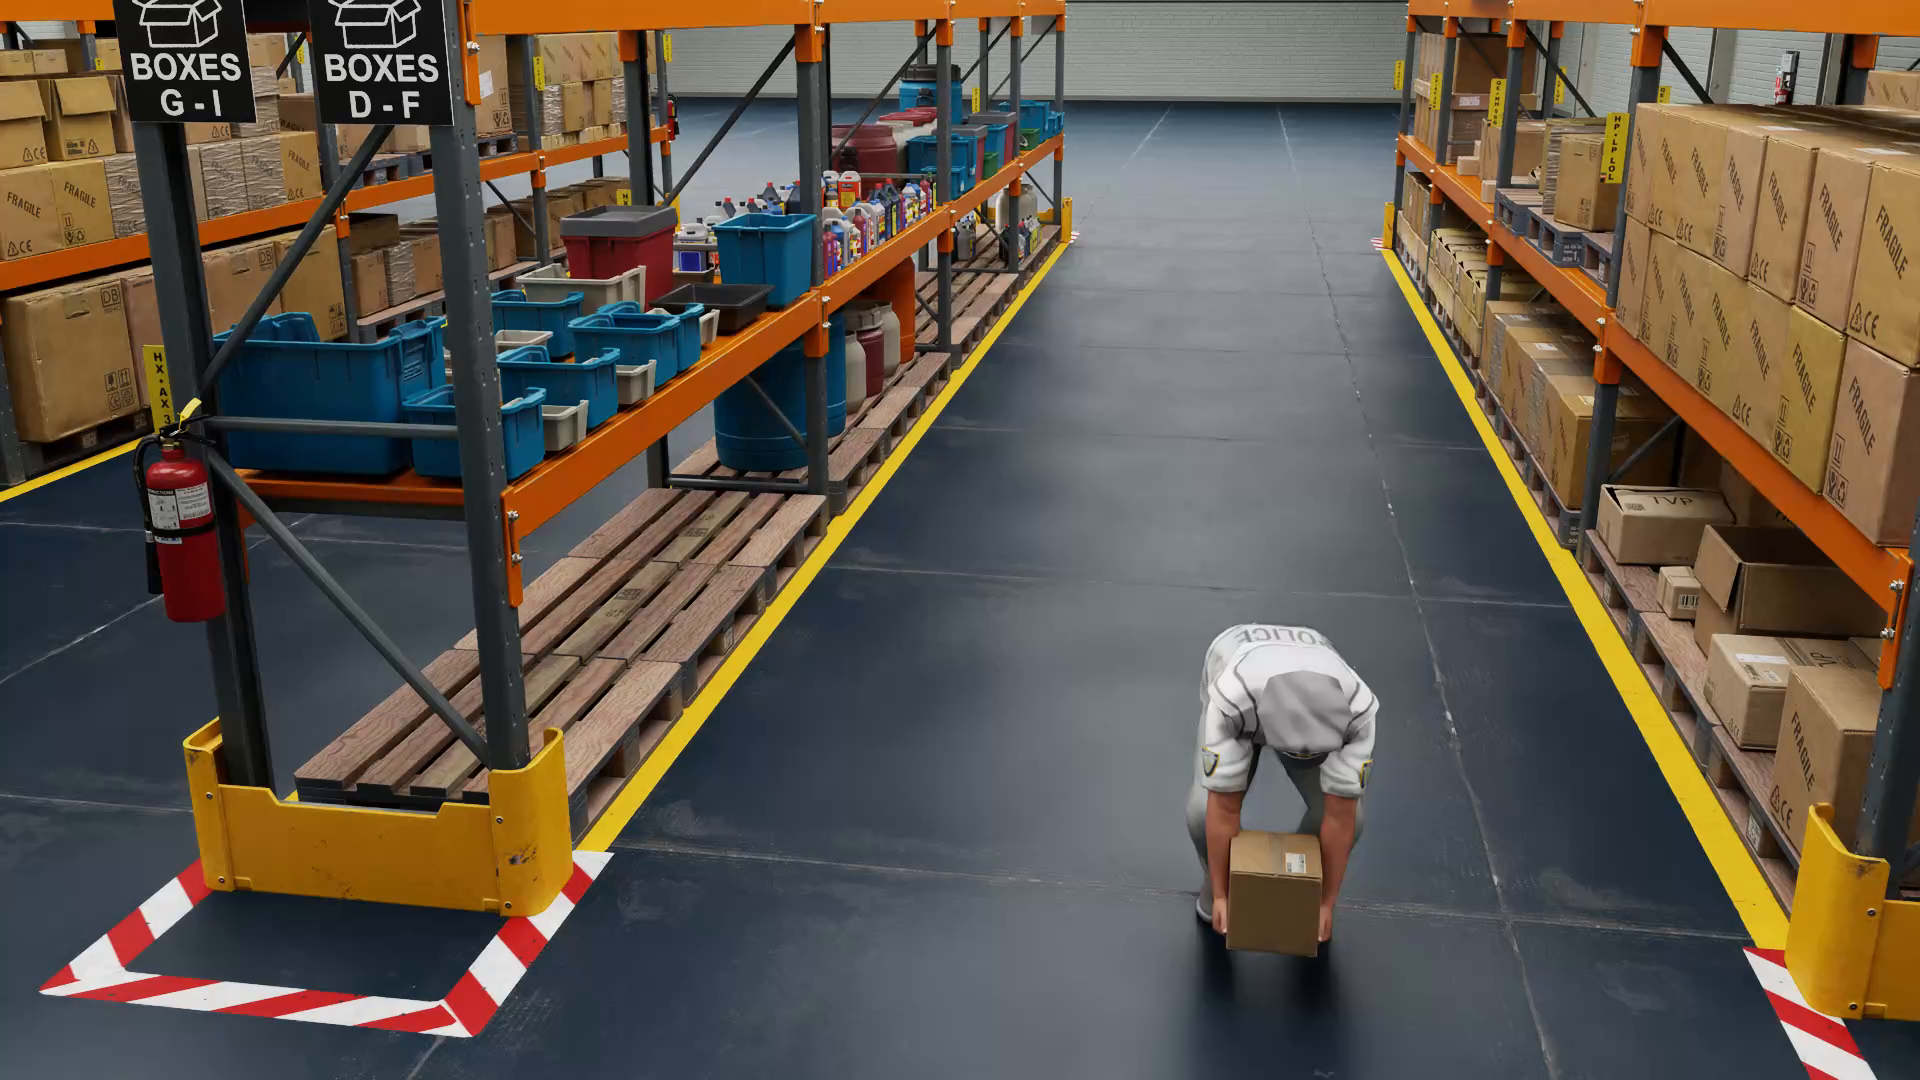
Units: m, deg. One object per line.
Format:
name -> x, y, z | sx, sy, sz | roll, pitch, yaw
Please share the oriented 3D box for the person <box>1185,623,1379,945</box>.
person -> 0.941, 0.734, 4.956 | 0.529, 1.021, 1.014 | 2, 18, 6
